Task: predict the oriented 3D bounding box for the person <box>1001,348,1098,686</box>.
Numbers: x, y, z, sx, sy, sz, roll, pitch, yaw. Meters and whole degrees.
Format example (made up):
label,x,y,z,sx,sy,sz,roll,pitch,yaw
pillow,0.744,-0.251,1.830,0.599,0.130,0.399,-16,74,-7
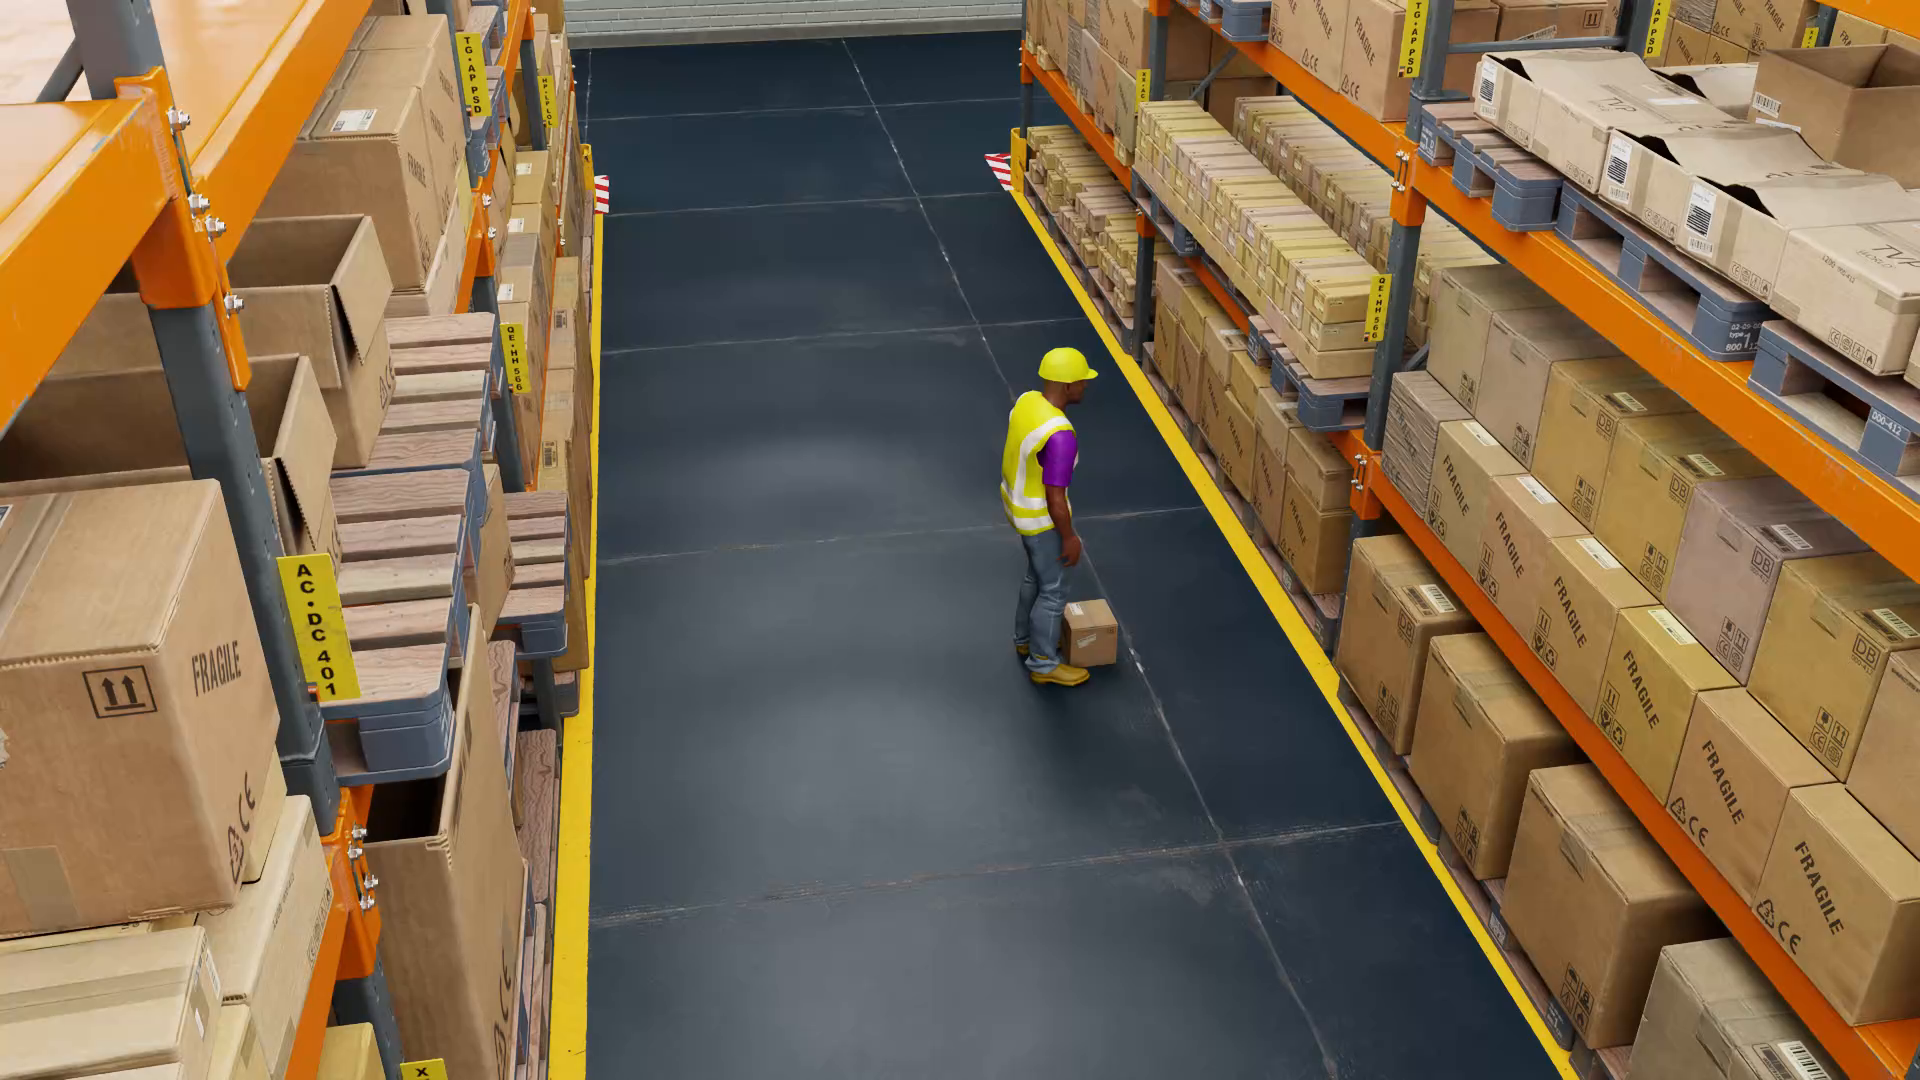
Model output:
label,x,y,z,sx,sy,sz,roll,pitch,yaw
person,0.447,-0.136,8.350,0.454,1.761,0.635,-7,31,-11
